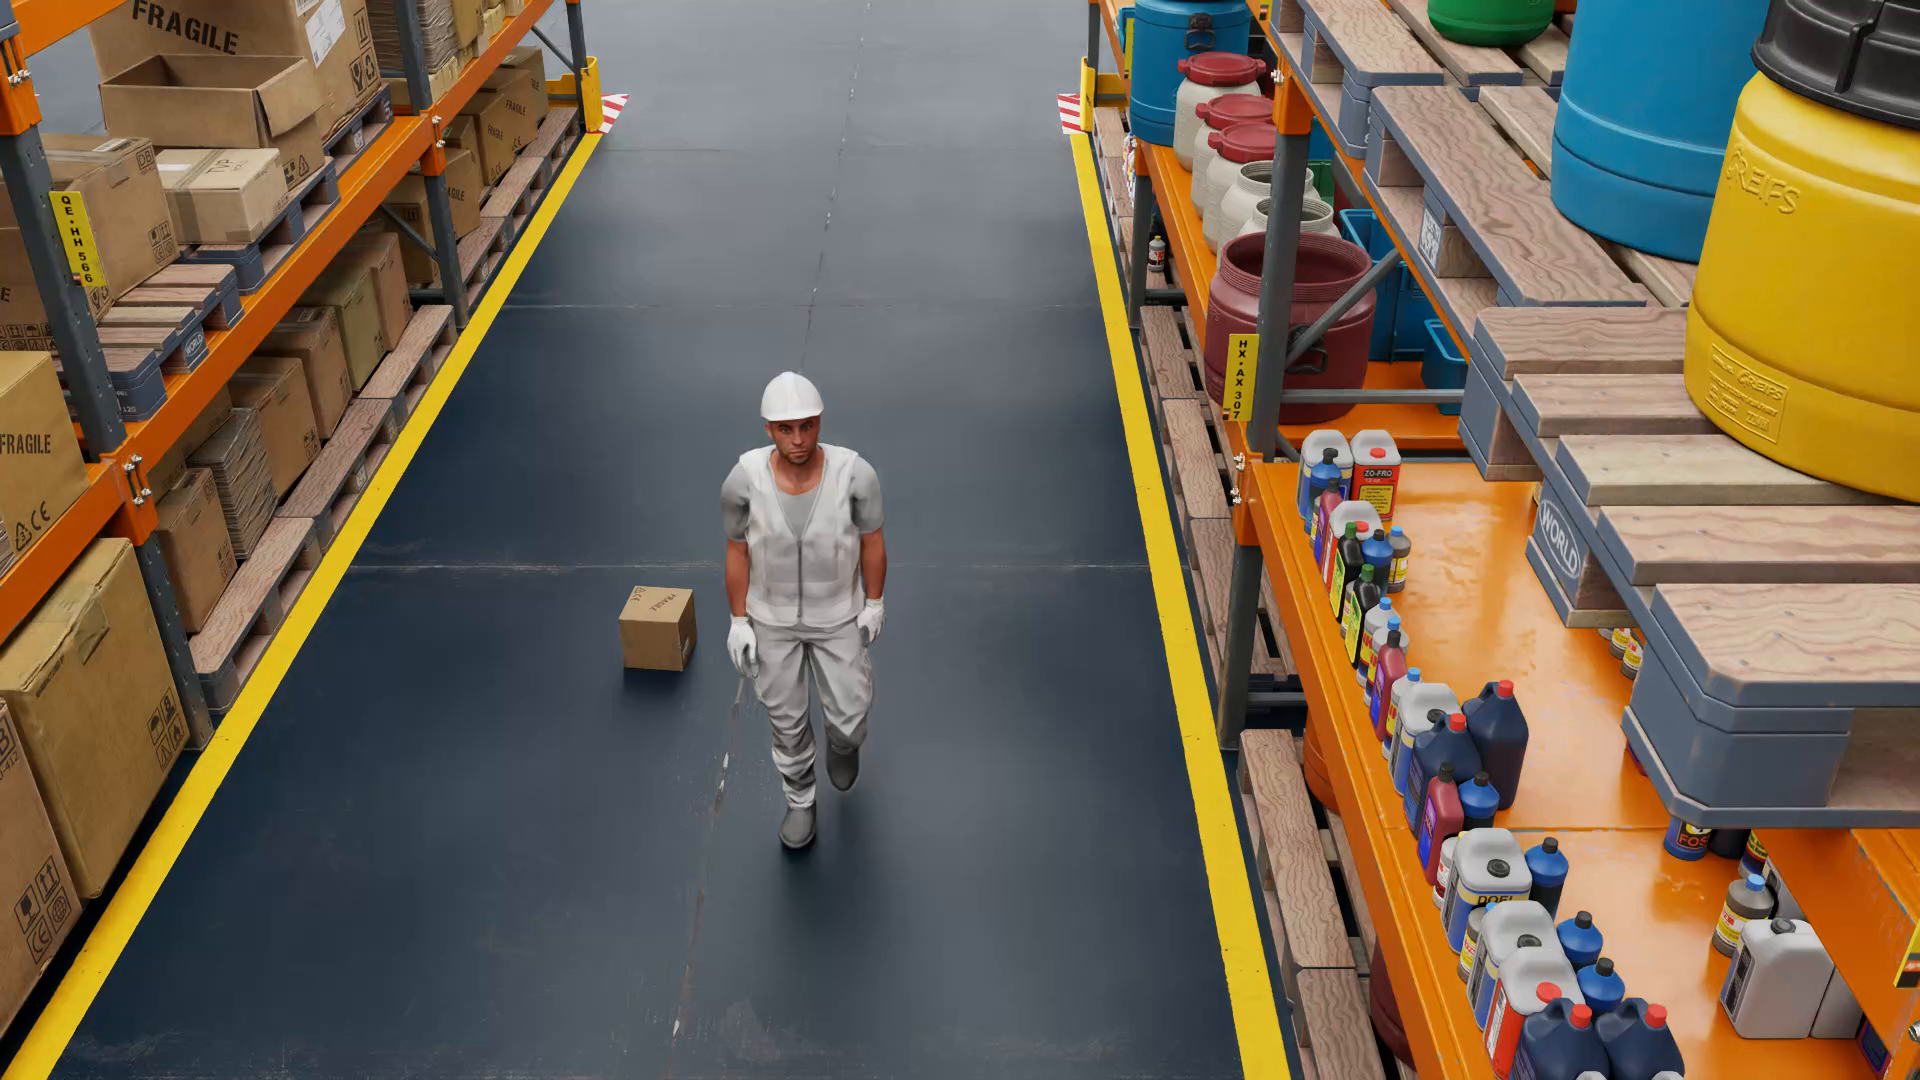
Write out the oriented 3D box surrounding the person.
[{"bbox_3d":[-0.518,0.237,5.671,0.544,1.780,0.513,-1,31,-2],"label":"person"}]
